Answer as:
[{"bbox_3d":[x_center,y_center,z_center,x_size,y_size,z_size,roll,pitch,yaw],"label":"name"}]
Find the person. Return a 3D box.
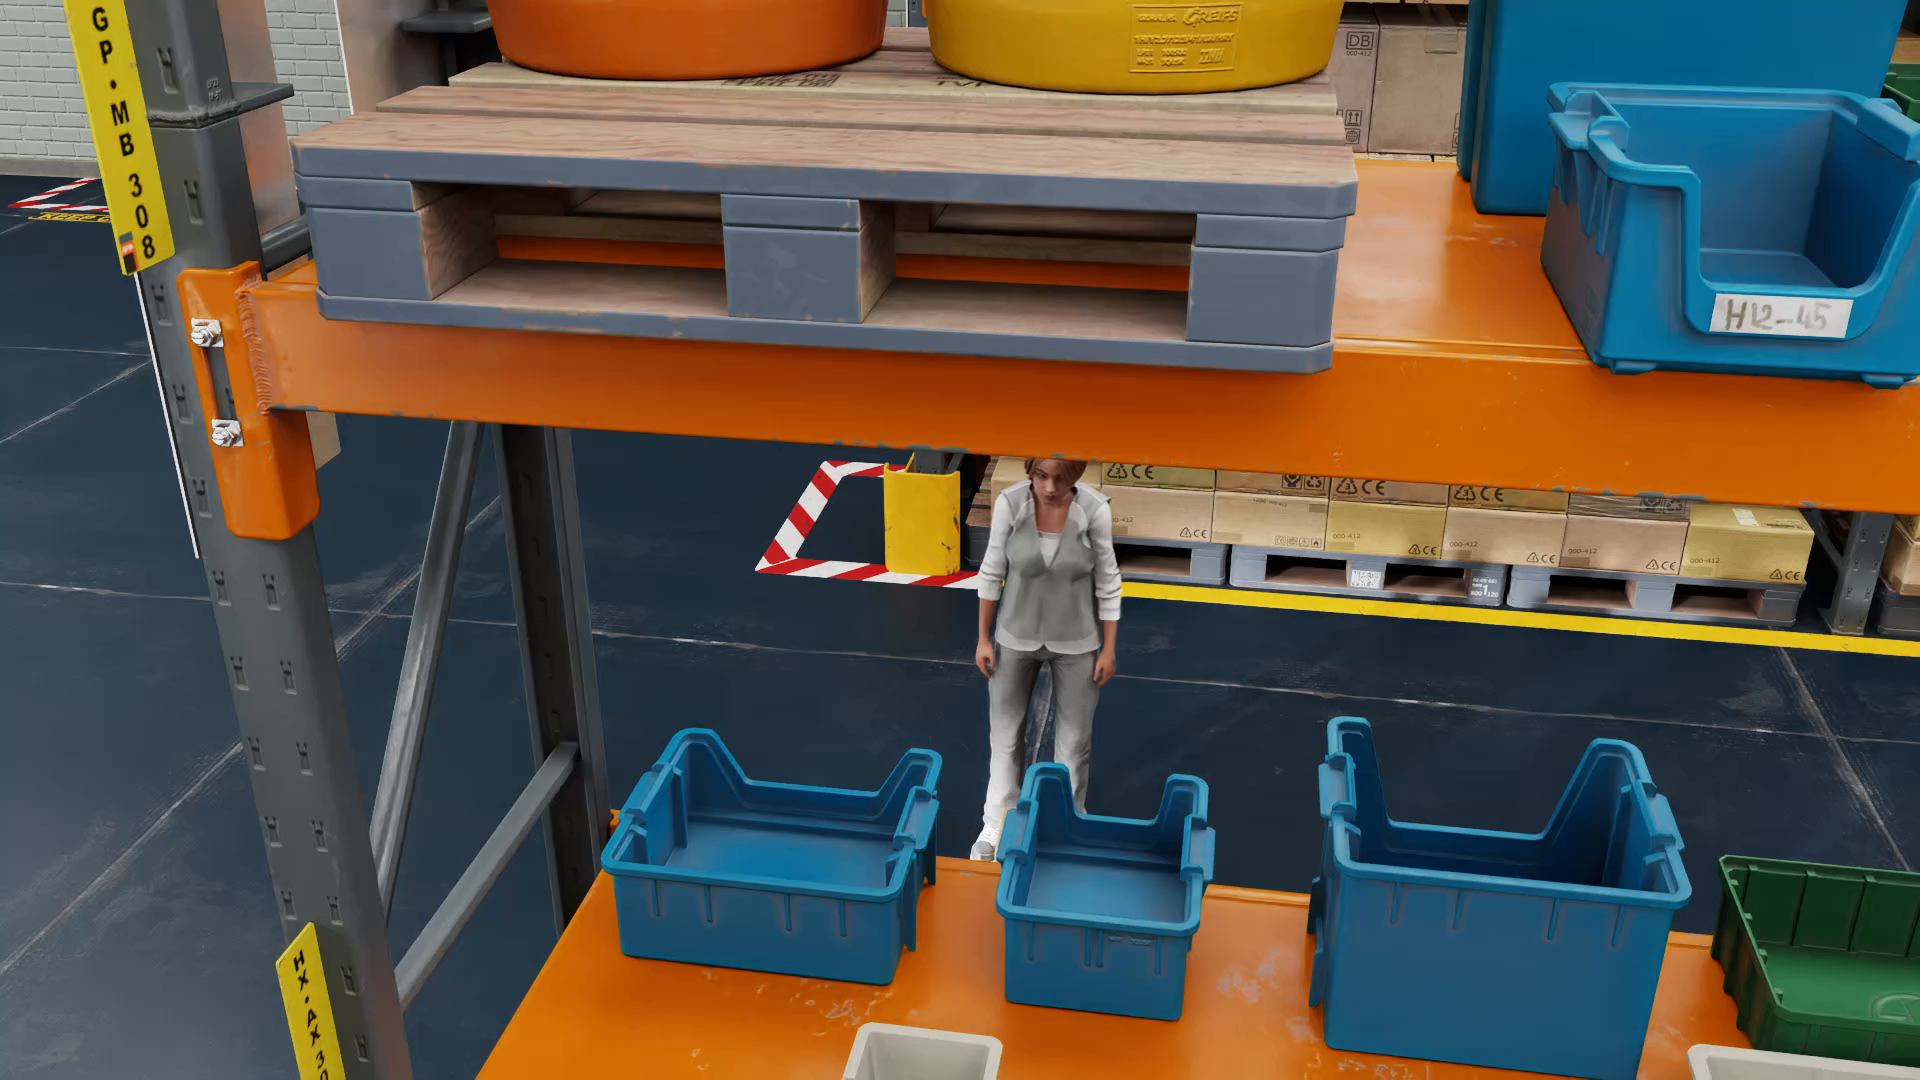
[{"bbox_3d":[0.280,0.350,5.382,0.467,1.592,0.350,4,26,8],"label":"person"}]
